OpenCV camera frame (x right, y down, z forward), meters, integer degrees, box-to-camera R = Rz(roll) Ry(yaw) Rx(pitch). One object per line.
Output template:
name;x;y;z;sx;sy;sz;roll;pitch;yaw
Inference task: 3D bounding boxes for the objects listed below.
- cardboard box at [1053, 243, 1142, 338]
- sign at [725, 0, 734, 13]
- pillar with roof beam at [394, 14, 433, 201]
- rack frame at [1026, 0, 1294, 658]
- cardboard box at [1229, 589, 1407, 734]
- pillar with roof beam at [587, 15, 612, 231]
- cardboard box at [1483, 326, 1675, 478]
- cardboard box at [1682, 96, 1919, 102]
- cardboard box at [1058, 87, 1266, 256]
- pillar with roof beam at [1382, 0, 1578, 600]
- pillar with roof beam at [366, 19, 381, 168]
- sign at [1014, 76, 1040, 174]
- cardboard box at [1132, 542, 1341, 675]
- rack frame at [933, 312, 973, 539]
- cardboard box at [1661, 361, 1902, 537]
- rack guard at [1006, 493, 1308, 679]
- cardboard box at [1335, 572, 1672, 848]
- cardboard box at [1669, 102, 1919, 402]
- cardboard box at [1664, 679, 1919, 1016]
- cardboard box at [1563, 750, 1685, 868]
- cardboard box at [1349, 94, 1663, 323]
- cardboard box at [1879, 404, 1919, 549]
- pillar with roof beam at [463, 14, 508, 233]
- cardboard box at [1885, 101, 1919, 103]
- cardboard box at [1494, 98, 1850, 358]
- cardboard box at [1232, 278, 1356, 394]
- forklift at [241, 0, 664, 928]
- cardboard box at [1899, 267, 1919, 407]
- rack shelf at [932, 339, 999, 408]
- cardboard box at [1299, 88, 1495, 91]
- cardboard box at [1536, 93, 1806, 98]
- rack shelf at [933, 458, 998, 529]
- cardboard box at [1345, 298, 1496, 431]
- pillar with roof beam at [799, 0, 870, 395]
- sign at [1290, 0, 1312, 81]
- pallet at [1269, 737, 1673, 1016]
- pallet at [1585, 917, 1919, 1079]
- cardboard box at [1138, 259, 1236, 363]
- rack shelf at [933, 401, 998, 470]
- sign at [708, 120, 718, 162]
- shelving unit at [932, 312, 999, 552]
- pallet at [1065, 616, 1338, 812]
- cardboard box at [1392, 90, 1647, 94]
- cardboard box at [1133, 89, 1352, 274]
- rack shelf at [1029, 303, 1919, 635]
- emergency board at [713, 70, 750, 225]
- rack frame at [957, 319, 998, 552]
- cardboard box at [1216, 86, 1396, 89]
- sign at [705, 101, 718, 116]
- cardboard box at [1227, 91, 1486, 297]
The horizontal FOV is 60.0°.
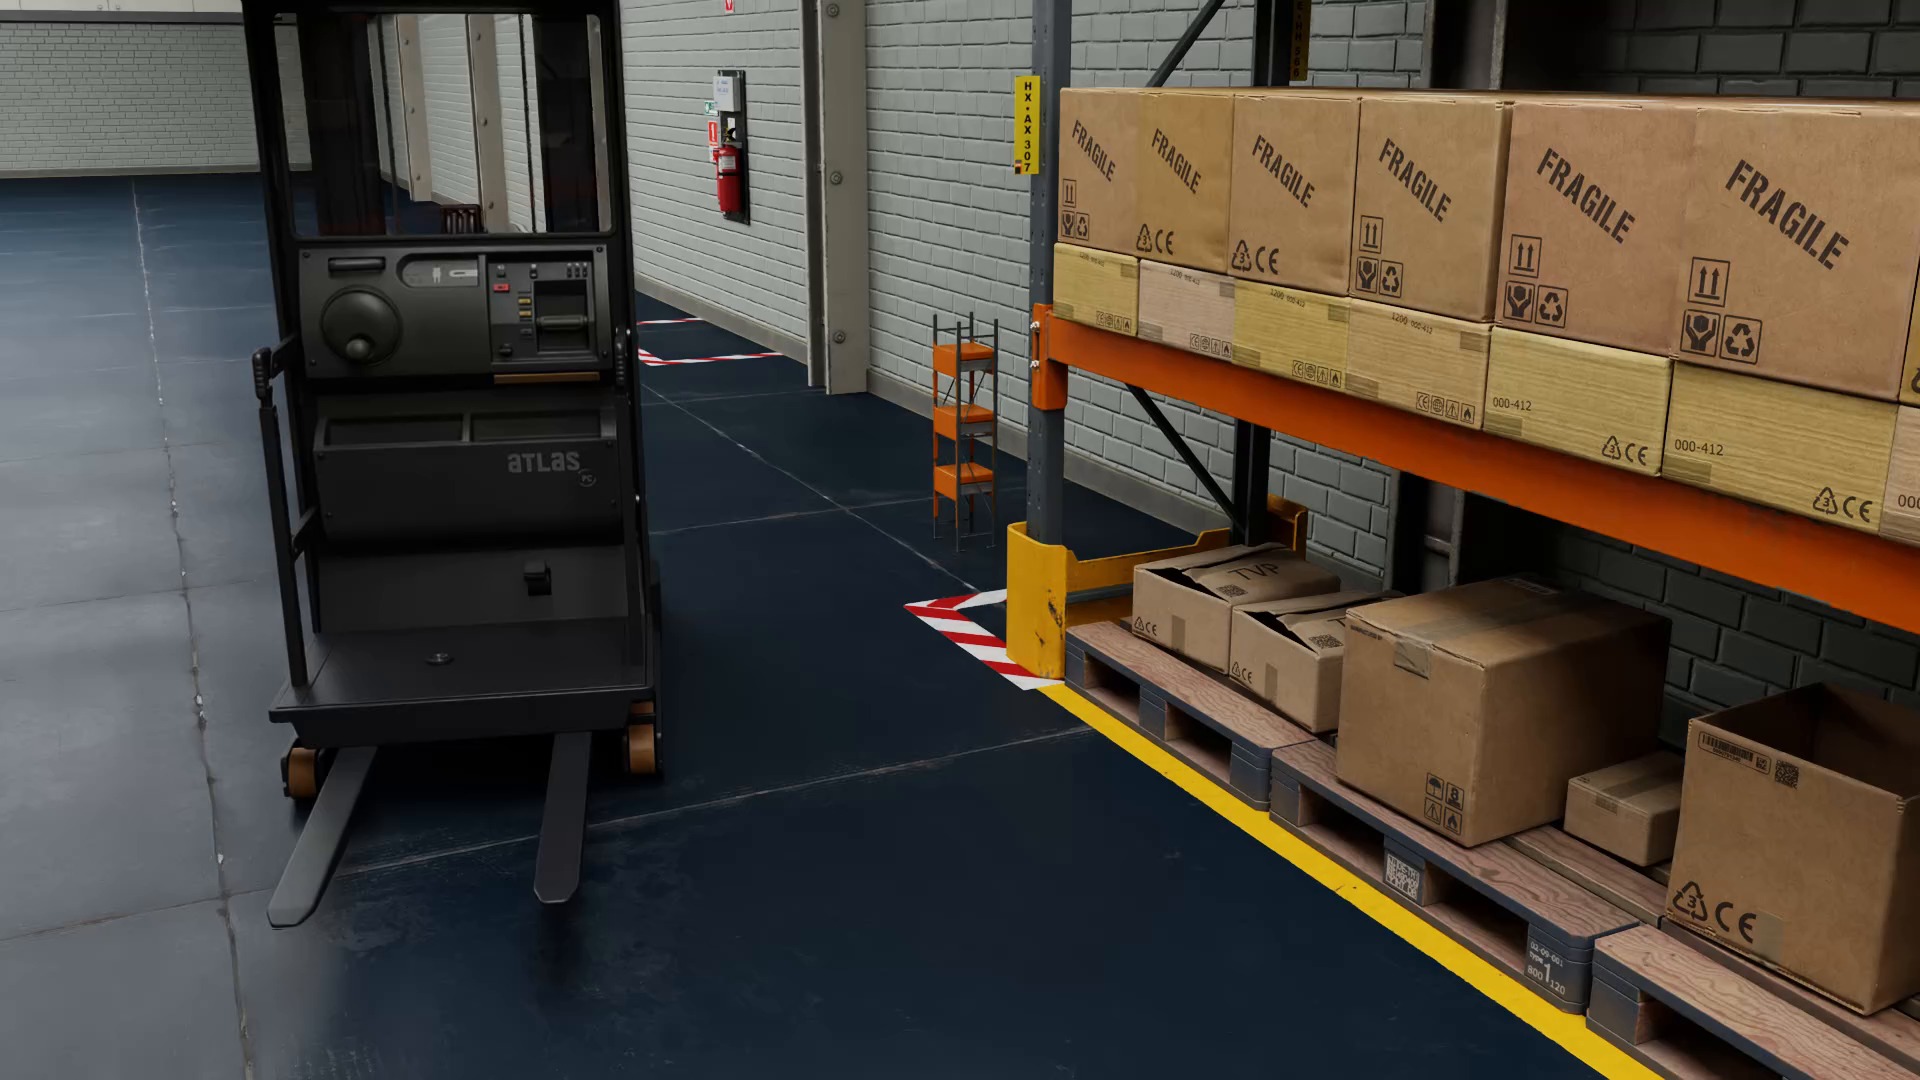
cardboard box;0.648;-0.843;5.485;0.500;0.250;0.500;-8;18;-27
sign;-1.787;-4.229;12.847;0.001;0.298;0.199;-8;18;-25
pillar with roof beam;-12.580;-9.310;23.879;9.100;9.000;0.400;-8;18;-25
rack frame;0.720;-1.065;6.023;1.000;3.000;0.127;-8;18;-25
cardboard box;1.192;0.340;5.204;0.500;0.311;0.500;-6;17;-20
pillar with roof beam;-7.323;-6.334;13.510;9.100;9.000;0.400;-8;18;-25
cardboard box;1.547;-0.339;3.728;0.500;0.250;0.500;-8;18;-25
cardboard box;2.017;-0.766;3.856;0.500;0.500;0.500;-7;17;-23
cardboard box;0.659;-1.208;5.398;0.500;0.500;0.500;-8;18;-25
pillar with roof beam;-2.066;-3.359;3.142;9.100;9.000;0.400;-8;18;-25
pillar with roof beam;-15.209;-10.798;29.063;9.100;9.000;0.400;-8;18;-25
sign;0.232;-1.415;5.675;0.100;0.325;0.005;-8;18;-25
cardboard box;0.942;0.199;5.697;0.500;0.311;0.500;-10;19;-31
rack frame;-0.030;-0.522;7.665;0.200;1.050;0.008;-8;18;-25
cardboard box;1.781;-0.216;3.300;0.500;0.250;0.500;-8;18;-25
rack guard;0.753;0.156;6.302;1.175;0.500;0.348;-8;18;-25
cardboard box;1.468;0.437;4.523;0.700;0.500;0.500;-9;18;-28
cardboard box;1.763;-0.574;3.188;0.500;0.500;0.500;-8;18;-25
cardboard box;1.981;0.665;3.730;0.500;0.500;0.500;-9;18;-29
cardboard box;1.789;0.687;4.289;0.380;0.149;0.250;-9;18;-29
cardboard box;1.324;-0.829;4.077;0.500;0.500;0.500;-7;17;-23
cardboard box;1.992;-0.091;2.866;0.500;0.250;0.500;-8;18;-25
pillar with roof beam;-9.952;-7.822;18.695;9.100;9.000;0.400;-8;18;-25
cardboard box;2.231;-0.641;3.423;0.500;0.500;0.500;-8;18;-25
cardboard box;1.552;-0.700;3.628;0.500;0.500;0.500;-8;18;-26
cardboard box;1.106;-0.589;4.600;0.500;0.250;0.500;-8;18;-26
forklift;-1.528;-0.731;4.983;1.130;2.935;3.031;-3;16;-10
cardboard box;1.987;-0.451;2.759;0.500;0.500;0.500;-8;18;-25
rack shelf;0.023;-0.754;7.484;0.215;0.259;0.240;-8;18;-25
cardboard box;1.329;-1.145;5.180;0.500;0.500;0.500;-7;18;-24
cardboard box;1.780;-0.893;4.300;0.500;0.500;0.500;-7;18;-24
rack shelf;0.023;-0.214;7.639;0.215;0.259;0.240;-8;18;-25
cardboard box;1.326;-0.463;4.162;0.500;0.250;0.500;-7;18;-24
pillar with roof beam;-4.695;-4.847;8.326;9.100;9.000;0.400;-8;18;-25
sign;1.227;-1.835;6.036;0.100;0.325;0.005;-8;18;-25
pallet;1.608;0.802;4.572;1.003;0.211;1.213;-8;18;-25
pallet;2.146;1.105;3.516;1.003;0.211;1.213;-8;18;-25
cardboard box;0.888;-0.716;5.042;0.500;0.250;0.500;-8;18;-27
rack shelf;0.023;-0.481;7.563;0.215;0.259;0.240;-8;18;-25
sign;-2.022;-3.267;13.634;0.001;0.329;0.234;-8;18;-25
shelving unit;0.023;-0.491;7.560;0.215;1.050;0.252;-8;18;-25
pallet;1.077;0.500;5.625;1.003;0.211;1.213;-8;18;-25
cardboard box;1.559;-1.018;4.735;0.500;0.500;0.500;-8;18;-26
cardboard box;0.866;-1.084;4.967;0.500;0.500;0.500;-8;18;-25
rack shelf;1.596;-0.223;4.394;1.077;0.370;4.000;-8;18;-25
emergency board;-1.873;-3.101;13.118;0.194;1.169;0.643;-8;18;-25
rack frame;0.077;-0.461;7.454;0.200;1.050;0.008;-8;18;-25
cardboard box;1.117;-1.271;5.619;0.500;0.500;0.500;-8;18;-26
sign;-2.028;-3.520;13.553;0.001;0.109;0.331;-8;18;-25
cardboard box;1.087;-0.955;4.518;0.500;0.500;0.500;-8;18;-27
